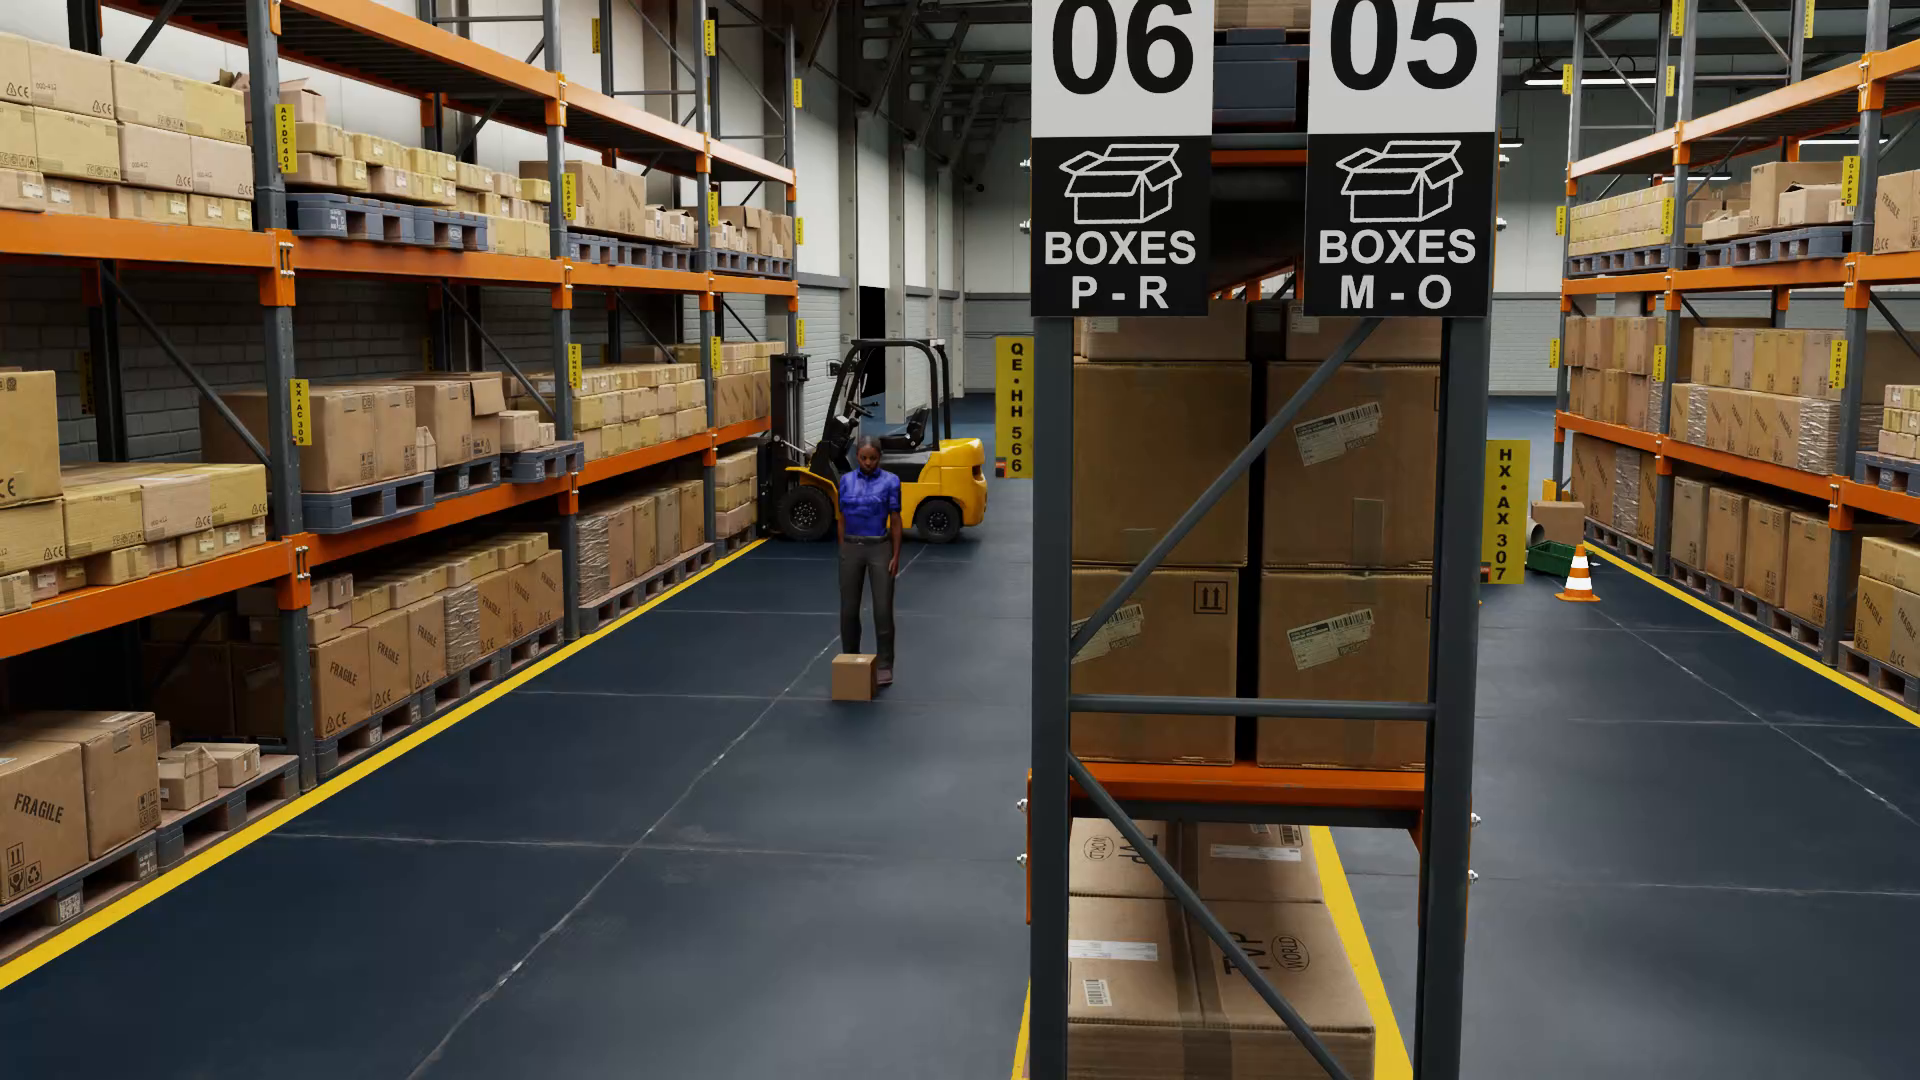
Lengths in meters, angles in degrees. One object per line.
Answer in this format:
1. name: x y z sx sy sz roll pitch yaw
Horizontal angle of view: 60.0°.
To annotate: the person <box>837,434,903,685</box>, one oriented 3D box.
1. person: -0.595 0.127 10.960 0.440 1.658 0.305 1 8 7
